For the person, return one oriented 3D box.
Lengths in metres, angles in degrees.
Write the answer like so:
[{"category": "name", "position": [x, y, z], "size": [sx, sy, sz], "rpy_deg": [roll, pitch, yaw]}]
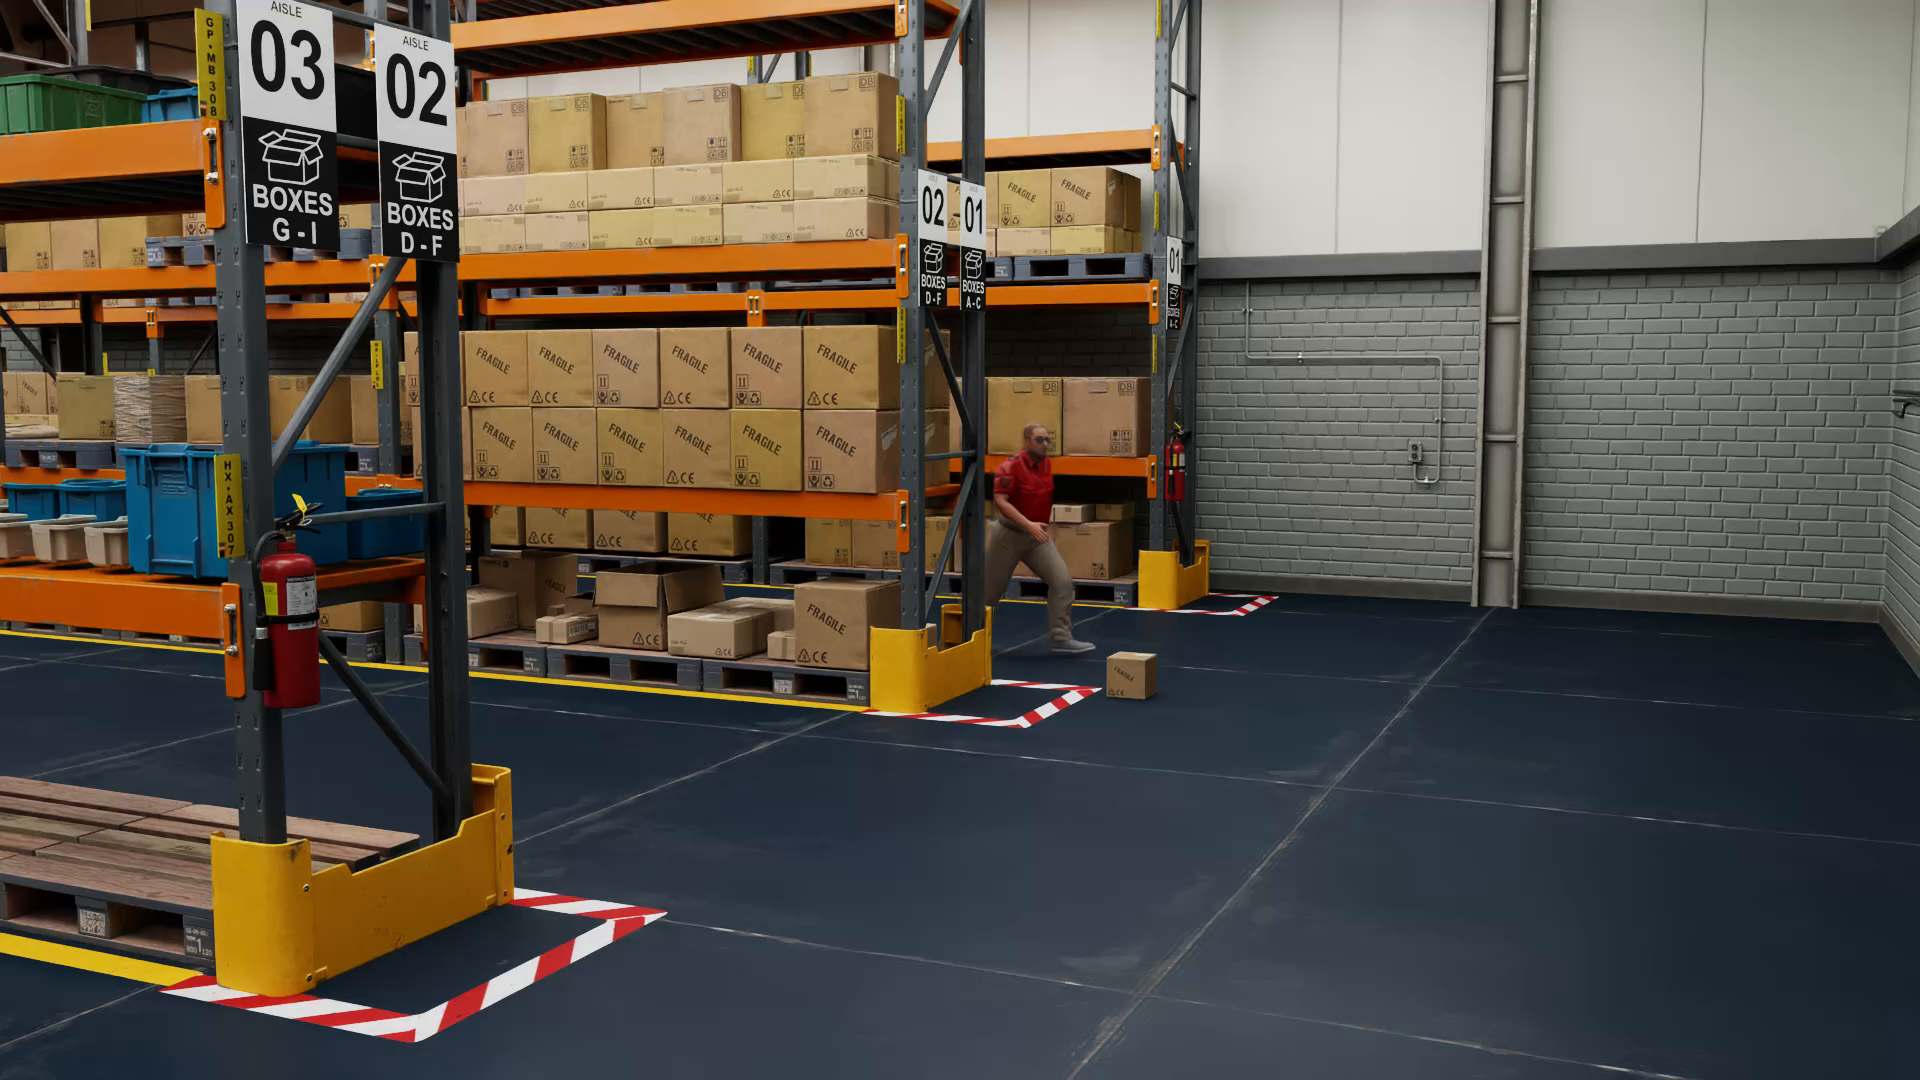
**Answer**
[{"category": "person", "position": [0.459, -0.012, 11.877], "size": [0.702, 1.660, 0.837], "rpy_deg": [-4, 7, -38]}]
